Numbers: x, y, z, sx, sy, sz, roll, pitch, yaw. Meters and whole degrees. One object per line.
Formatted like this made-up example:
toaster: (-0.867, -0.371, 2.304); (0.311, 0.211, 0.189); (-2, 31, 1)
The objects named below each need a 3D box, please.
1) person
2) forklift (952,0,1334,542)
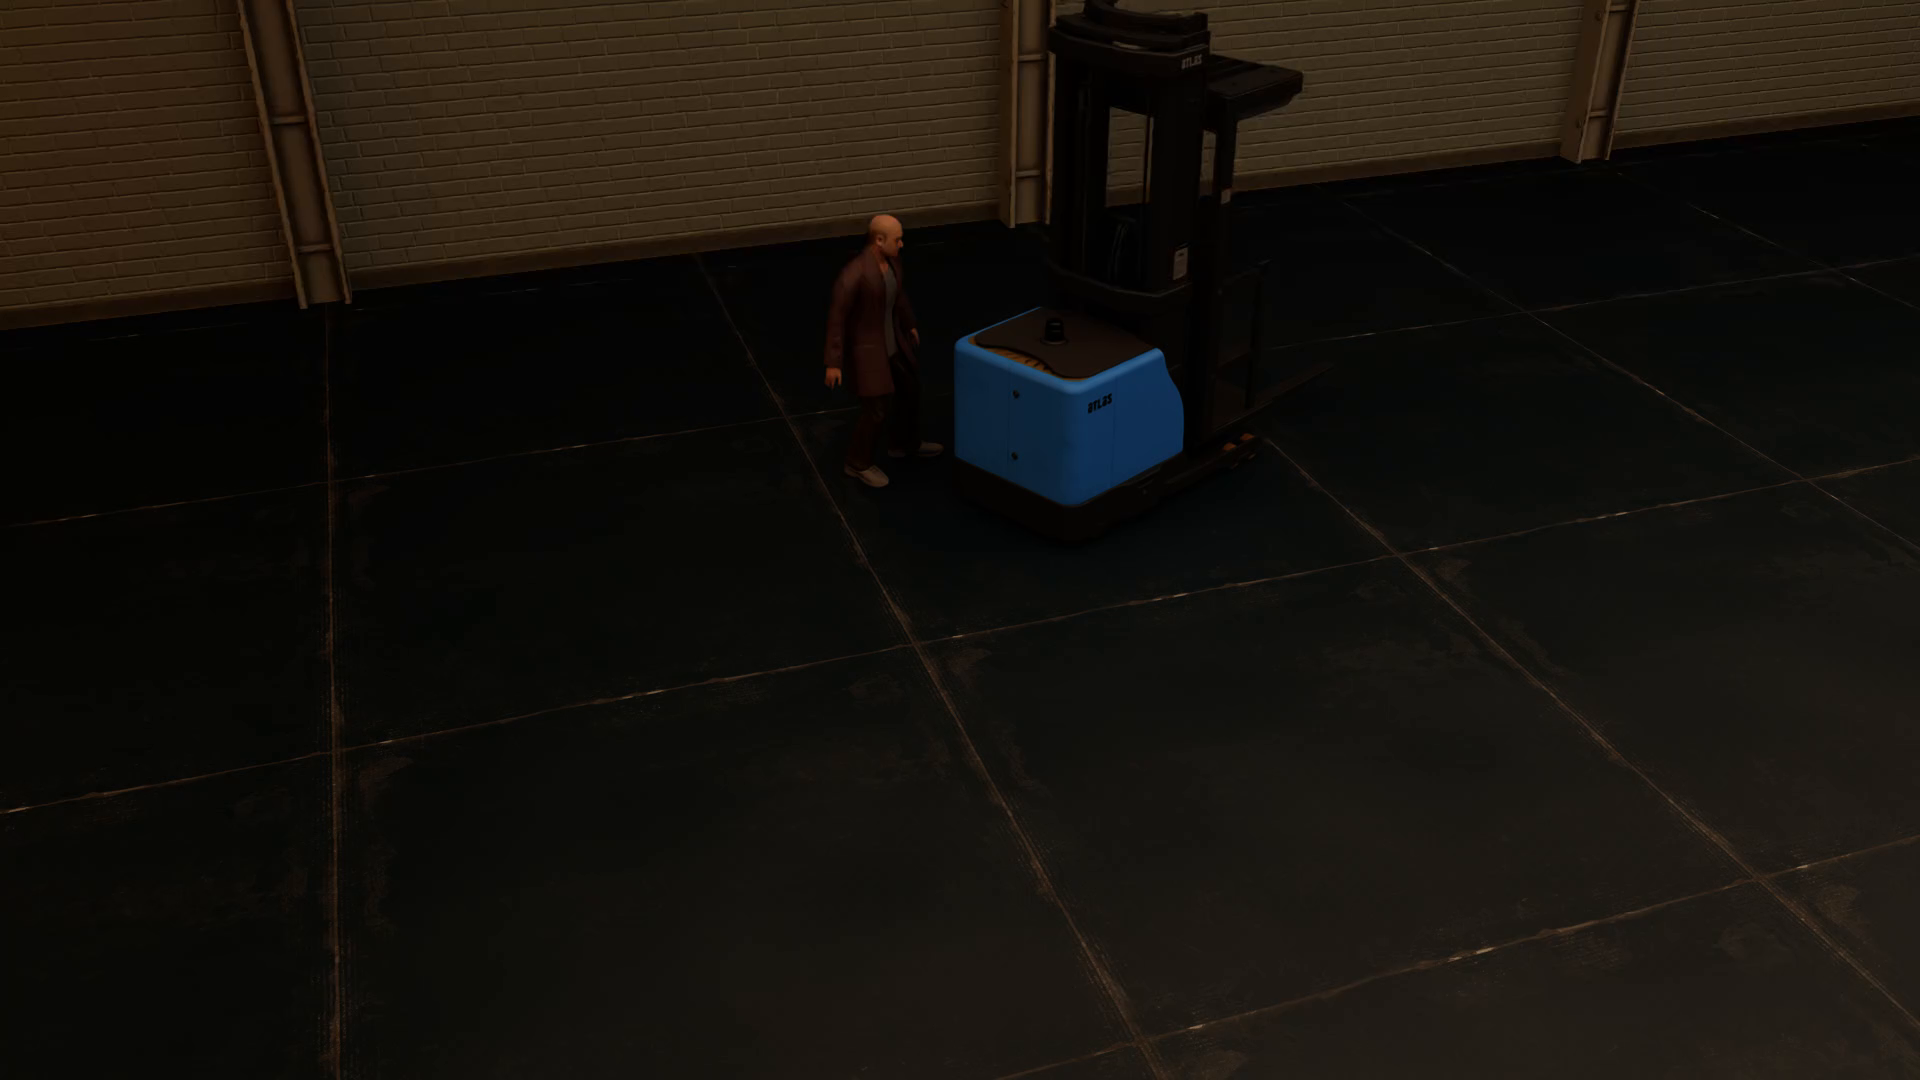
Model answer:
person: (-0.505, -1.197, 10.360); (0.423, 1.750, 0.890); (17, 34, 27)
forklift: (1.340, -1.894, 10.380); (1.130, 2.935, 3.031); (26, 39, 37)
